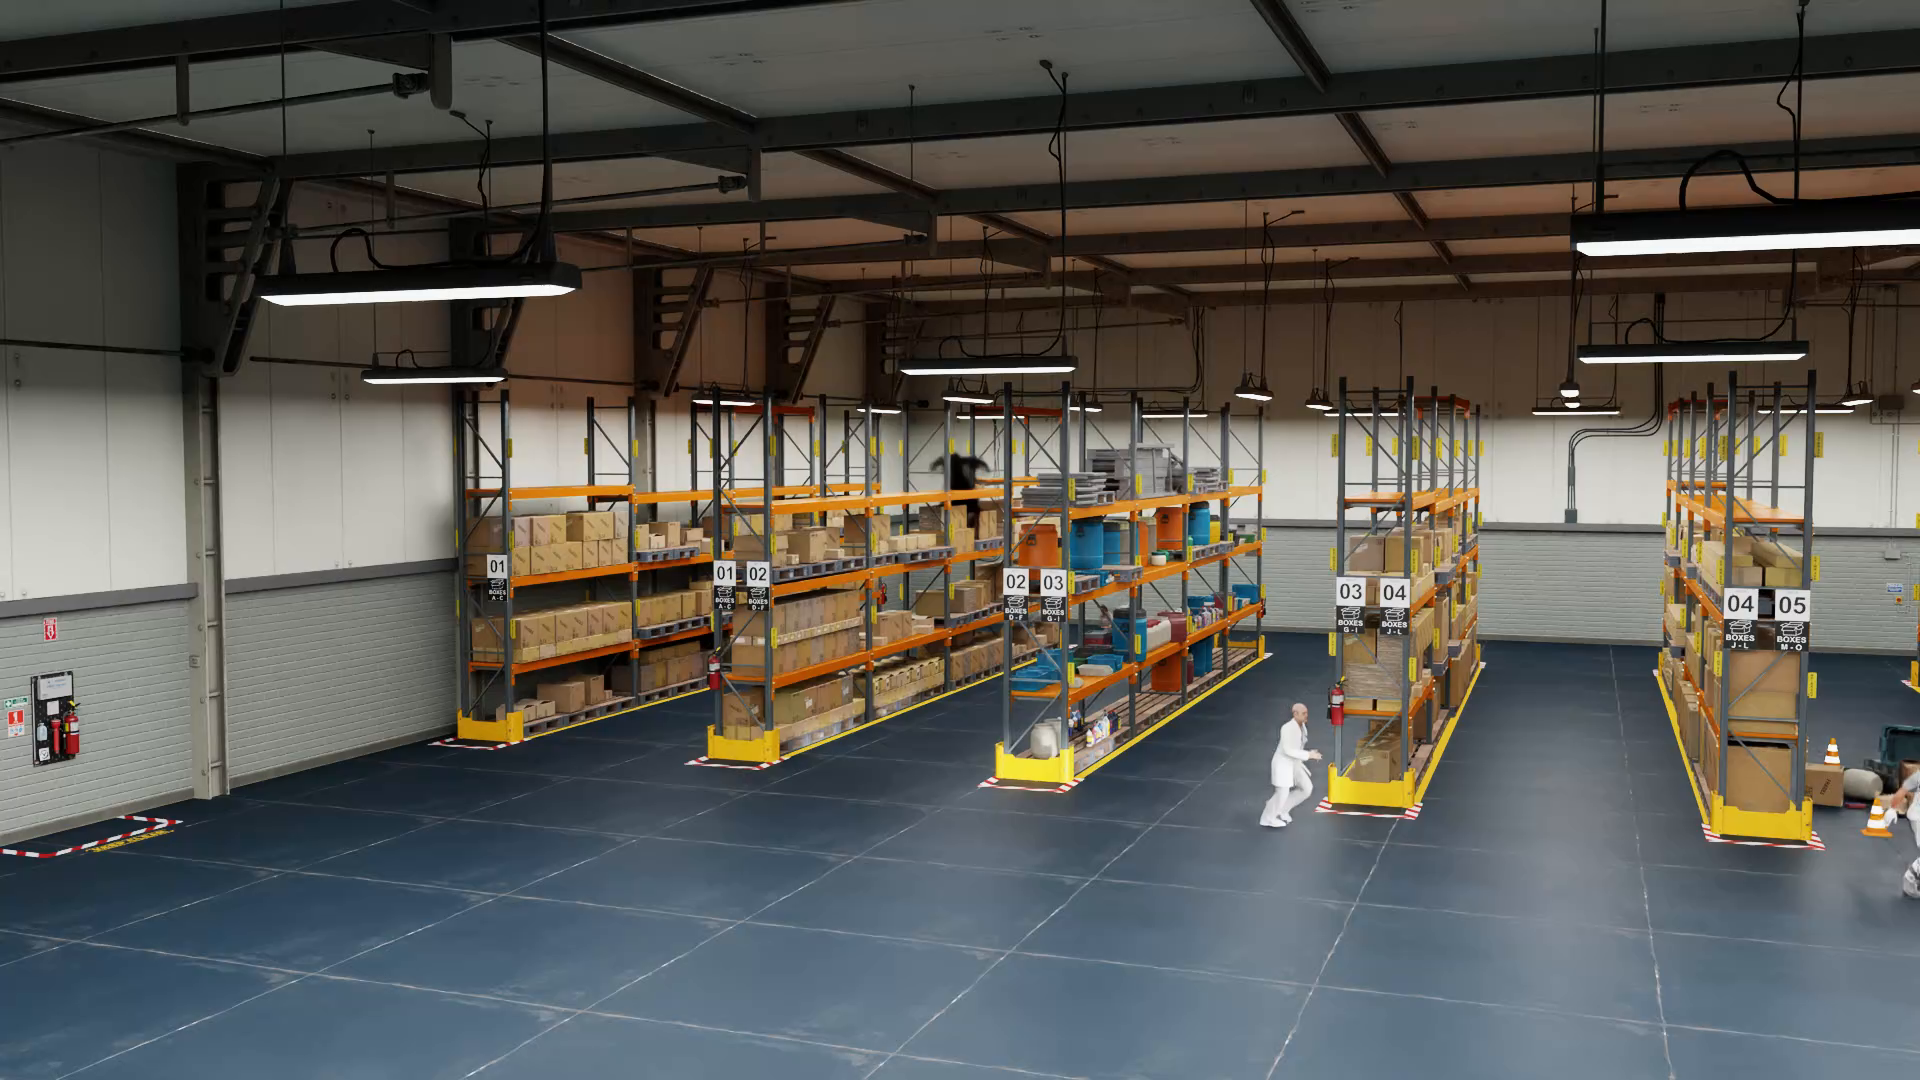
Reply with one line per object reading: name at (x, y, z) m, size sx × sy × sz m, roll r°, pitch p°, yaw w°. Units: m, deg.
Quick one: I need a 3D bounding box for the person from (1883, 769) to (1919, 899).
person at (10.683, 3.115, 18.230) m, size 0.664 × 1.727 × 0.778 m, roll -1°, pitch 3°, yaw -14°

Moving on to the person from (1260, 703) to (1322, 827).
person at (4.354, 2.961, 21.816) m, size 0.901 × 1.672 × 0.700 m, roll 3°, pitch 4°, yaw 42°

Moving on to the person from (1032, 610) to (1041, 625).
person at (2.164, 1.708, 45.018) m, size 0.625 × 1.637 × 0.891 m, roll -2°, pitch 4°, yaw -29°

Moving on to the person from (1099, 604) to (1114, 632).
person at (3.544, 2.182, 39.034) m, size 0.547 × 1.367 × 1.040 m, roll 2°, pitch 4°, yaw 38°
